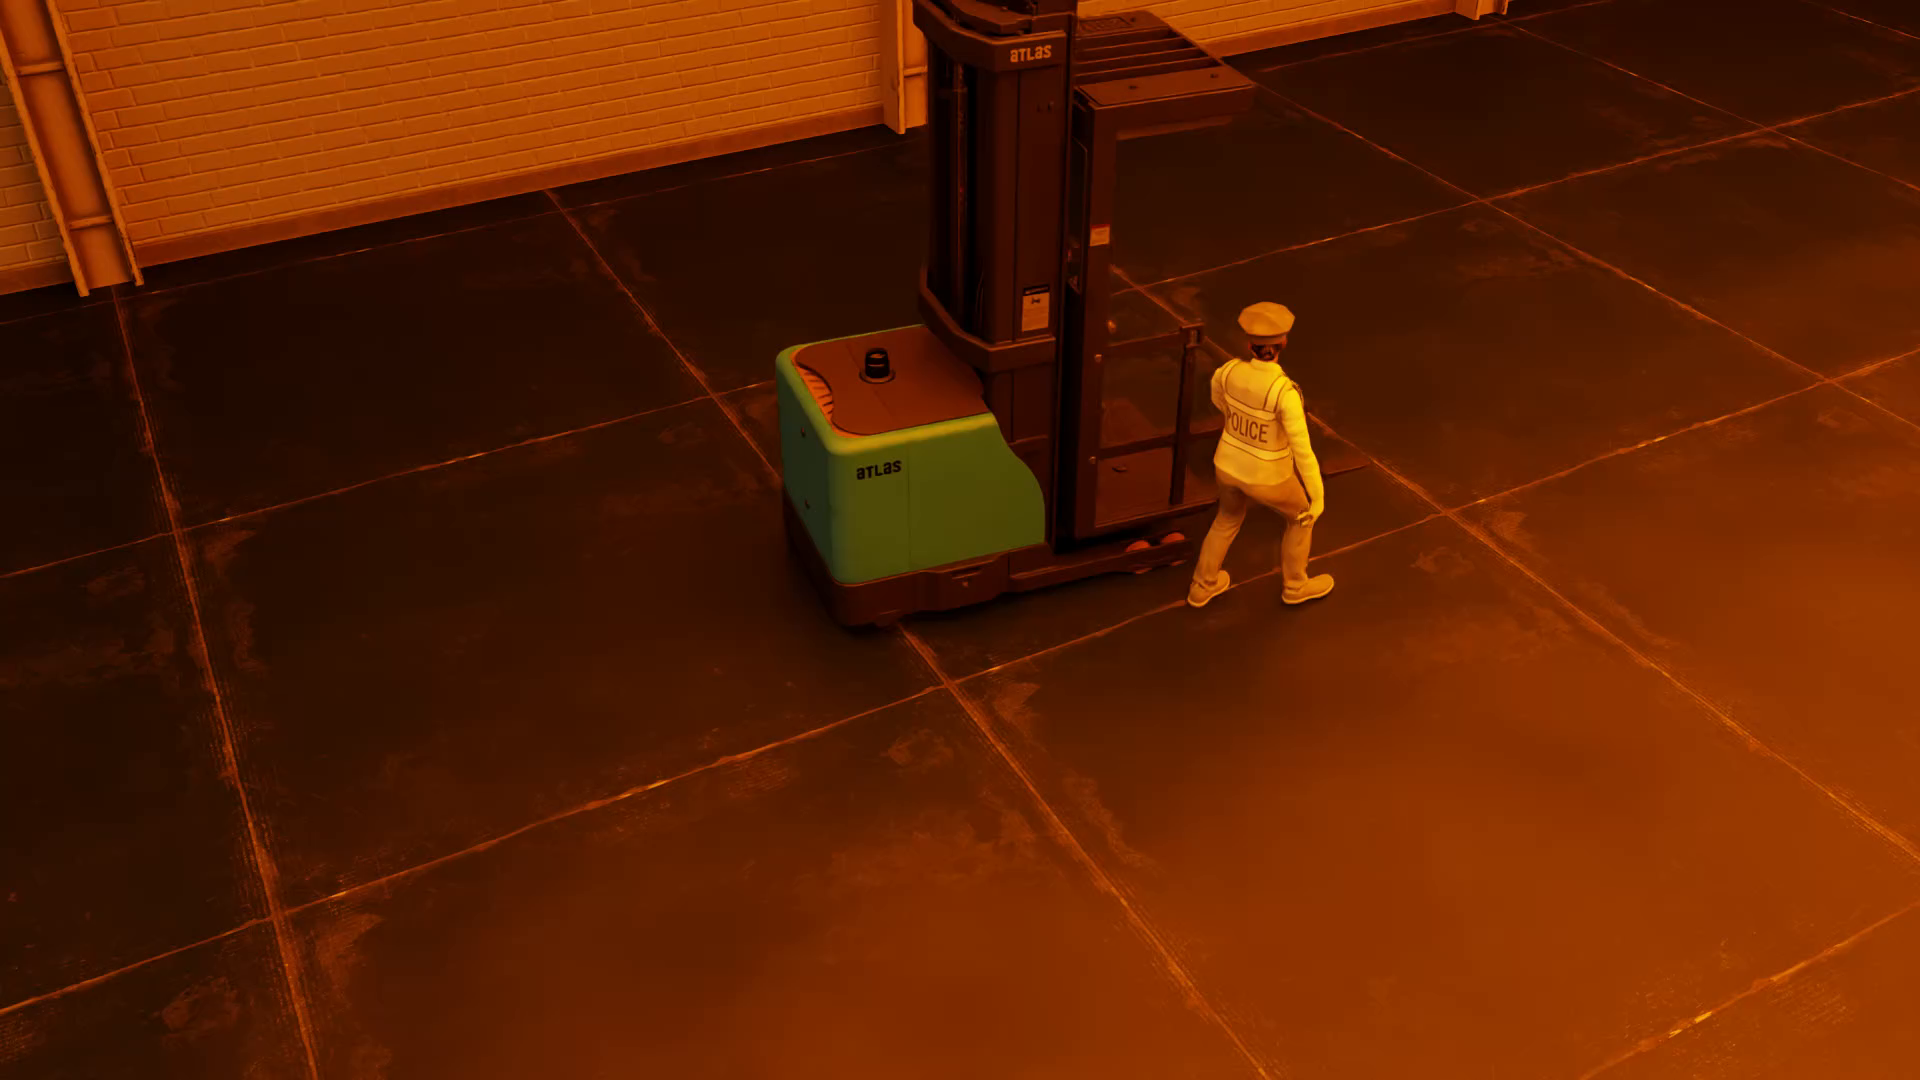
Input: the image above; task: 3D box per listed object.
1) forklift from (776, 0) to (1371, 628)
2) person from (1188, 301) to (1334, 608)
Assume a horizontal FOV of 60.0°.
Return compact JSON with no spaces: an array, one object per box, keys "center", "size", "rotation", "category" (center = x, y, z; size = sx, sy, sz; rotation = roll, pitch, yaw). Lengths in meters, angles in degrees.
[{"center":[0.657,-1.299,7.961],"size":[3.031,2.935,1.130],"rotation":[-12,37,-17],"category":"forklift"},{"center":[1.484,-0.373,7.810],"size":[0.722,1.586,0.615],"rotation":[29,44,34],"category":"person"}]
